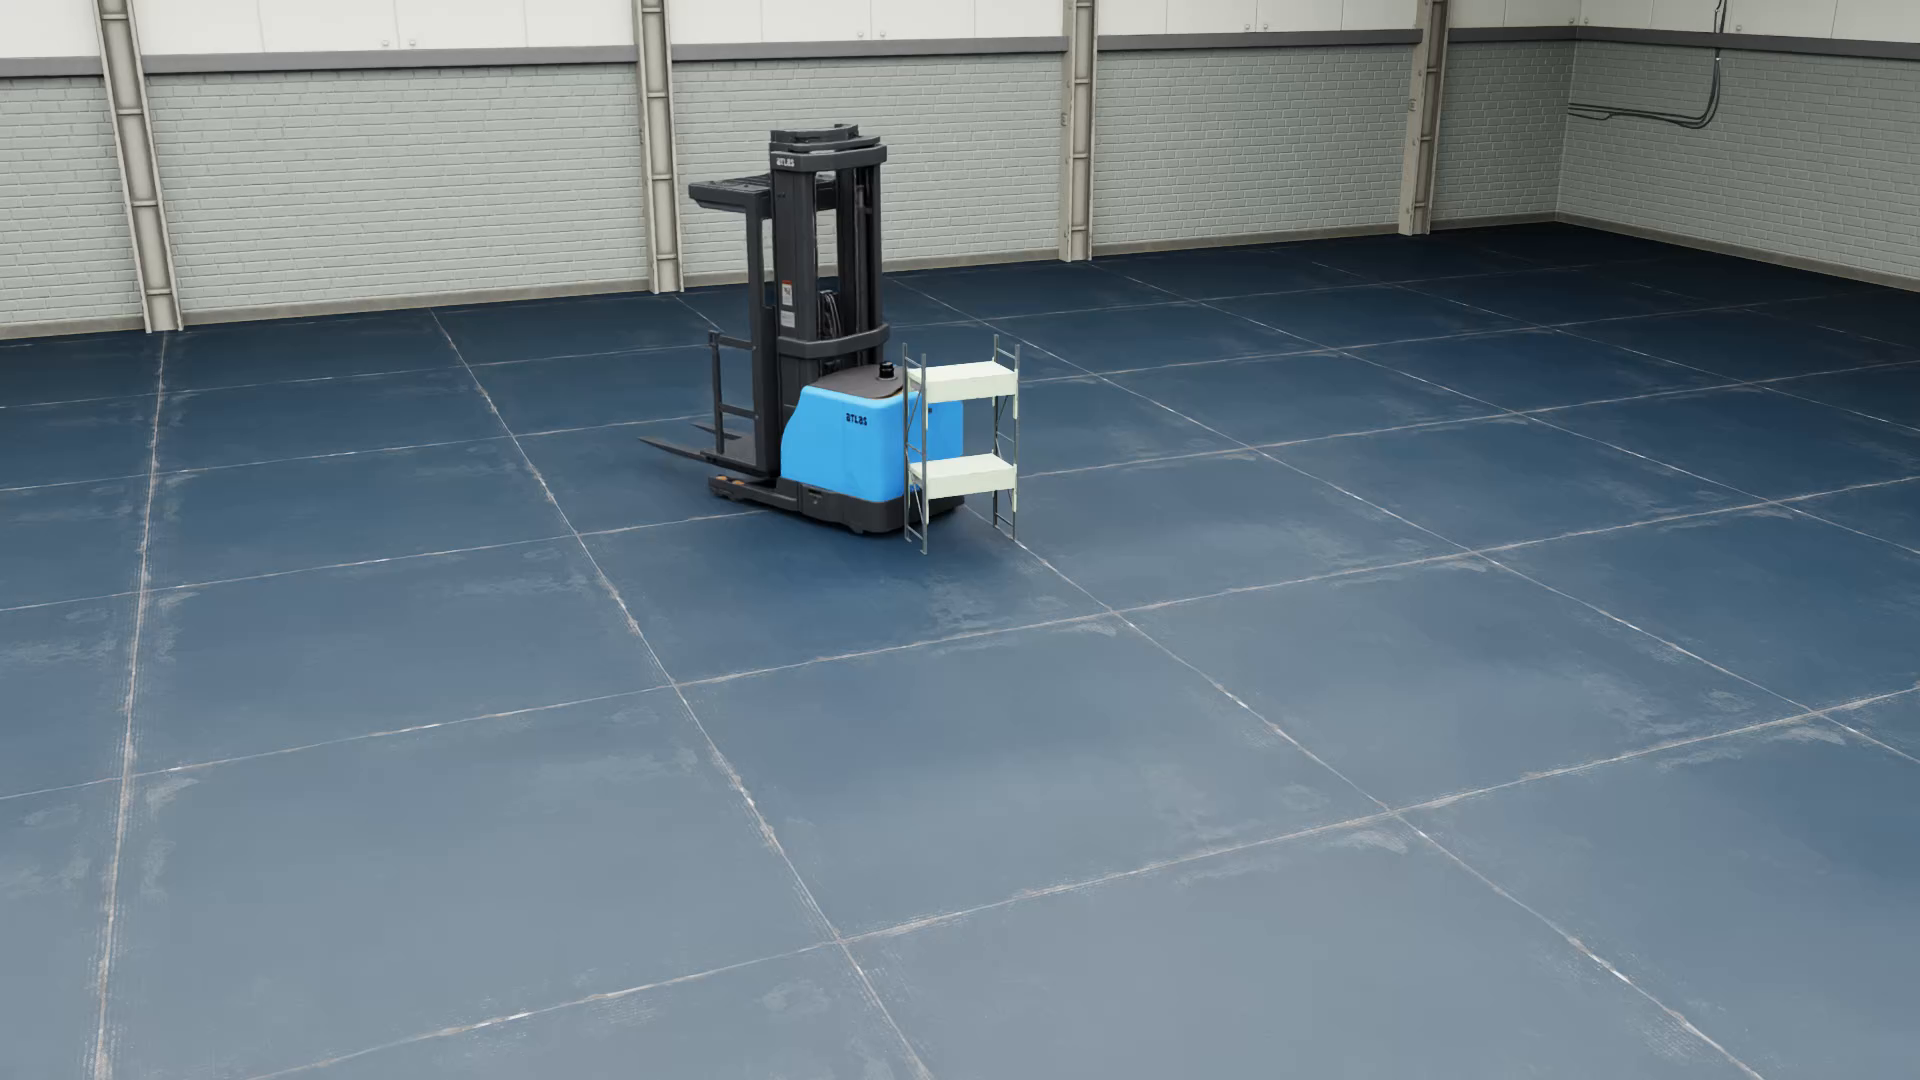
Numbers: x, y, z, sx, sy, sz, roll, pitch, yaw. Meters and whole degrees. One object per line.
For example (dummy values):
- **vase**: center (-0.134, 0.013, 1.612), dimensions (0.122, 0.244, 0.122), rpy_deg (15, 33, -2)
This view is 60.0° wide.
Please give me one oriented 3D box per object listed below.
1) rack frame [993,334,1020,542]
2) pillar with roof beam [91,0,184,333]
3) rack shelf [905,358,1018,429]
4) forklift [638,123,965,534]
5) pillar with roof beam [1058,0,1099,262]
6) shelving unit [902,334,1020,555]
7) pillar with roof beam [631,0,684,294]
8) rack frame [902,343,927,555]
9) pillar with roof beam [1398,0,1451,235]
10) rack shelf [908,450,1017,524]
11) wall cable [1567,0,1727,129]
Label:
- **rack frame**: center (0.342, -0.756, 12.412), dimensions (0.023, 1.500, 0.400), rpy_deg (-8, 21, -22)
- **pillar with roof beam**: center (-7.652, -5.415, 14.352), dimensions (0.400, 9.000, 9.100), rpy_deg (-8, 21, -22)
- **rack shelf**: center (0.006, -1.076, 12.146), dimensions (0.720, 0.370, 0.431), rpy_deg (-8, 21, -22)
- **forklift**: center (-1.413, -1.812, 13.254), dimensions (3.031, 2.935, 1.130), rpy_deg (16, 25, 38)
- **pillar with roof beam**: center (3.367, -6.994, 18.835), dimensions (0.400, 9.000, 9.100), rpy_deg (-8, 21, -22)
- **shelving unit**: center (0.006, -0.708, 12.275), dimensions (0.755, 1.500, 0.431), rpy_deg (-8, 21, -22)
- **pillar with roof beam**: center (-2.143, -6.204, 16.594), dimensions (0.400, 9.000, 9.100), rpy_deg (-8, 21, -22)
- **rack frame**: center (-0.330, -0.660, 12.139), dimensions (0.023, 1.500, 0.400), rpy_deg (-8, 21, -22)
- **pillar with roof beam**: center (8.876, -7.783, 21.077), dimensions (0.400, 9.000, 9.100), rpy_deg (-8, 21, -22)
- **rack shelf**: center (0.006, -0.401, 12.384), dimensions (0.720, 0.370, 0.431), rpy_deg (-8, 21, -22)
- **wall cable**: center (10.399, -7.616, 25.277), dimensions (0.112, 2.526, 3.097), rpy_deg (-8, 21, -22)
